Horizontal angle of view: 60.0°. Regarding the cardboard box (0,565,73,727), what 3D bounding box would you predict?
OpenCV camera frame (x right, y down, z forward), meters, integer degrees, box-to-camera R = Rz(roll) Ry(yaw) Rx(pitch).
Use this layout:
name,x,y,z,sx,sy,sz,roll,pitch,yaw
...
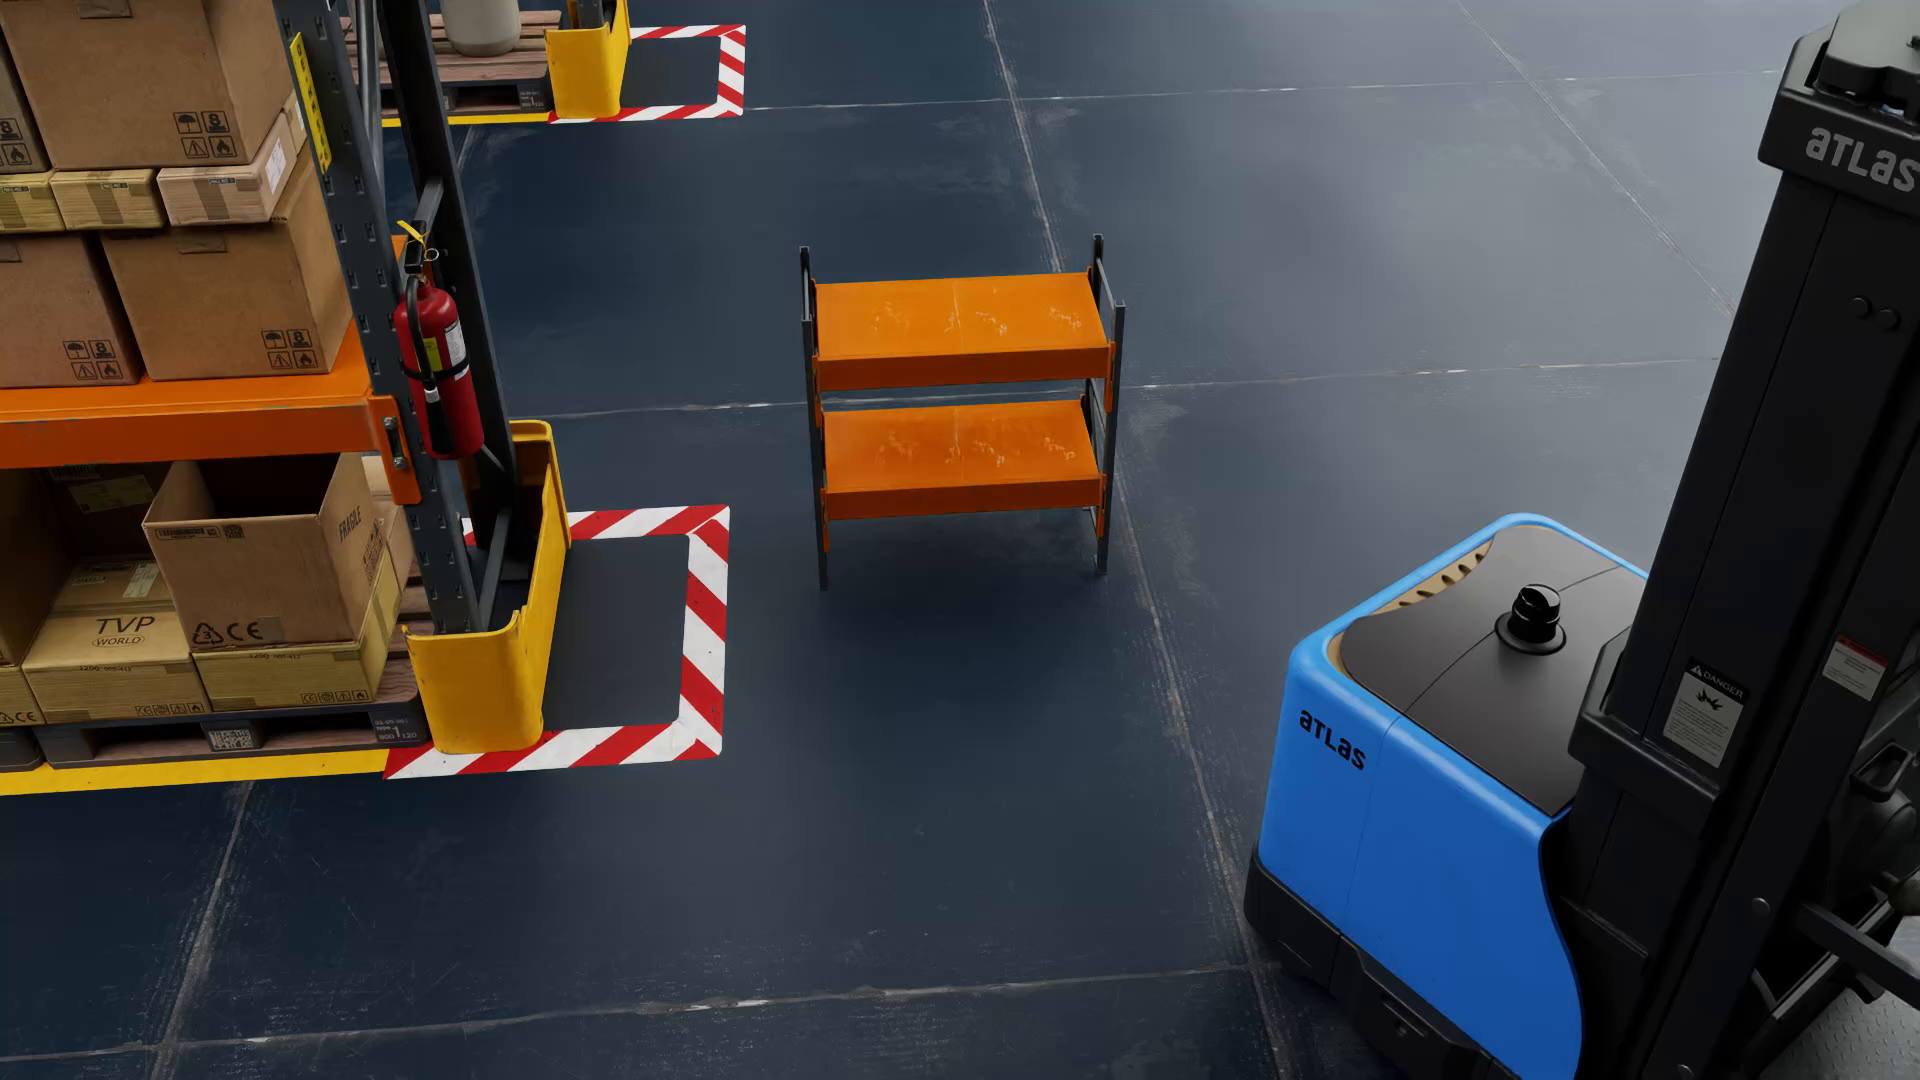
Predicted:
name,x,y,z,sx,sy,sz,roll,pitch,yaw
cardboard box,-3.114,0.340,5.278,0.500,0.250,0.500,-3,38,-4

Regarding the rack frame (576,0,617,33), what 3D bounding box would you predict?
name,x,y,z,sx,sy,sz,roll,pitch,yaw
rack frame,-2.047,-3.906,8.778,0.127,3.000,1.000,-3,38,-4

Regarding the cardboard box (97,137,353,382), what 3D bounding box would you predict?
name,x,y,z,sx,sy,sz,roll,pitch,yaw
cardboard box,-2.078,-0.871,4.851,0.500,0.500,0.700,-3,38,-4

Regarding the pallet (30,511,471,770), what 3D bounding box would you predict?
name,x,y,z,sx,sy,sz,roll,pitch,yaw
pallet,-2.370,0.313,5.682,1.213,0.211,1.003,-3,38,-4

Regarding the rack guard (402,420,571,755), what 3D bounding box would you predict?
name,x,y,z,sx,sy,sz,roll,pitch,yaw
rack guard,-1.588,0.131,5.681,0.348,0.500,1.175,-3,38,-4

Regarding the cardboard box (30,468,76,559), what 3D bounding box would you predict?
name,x,y,z,sx,sy,sz,roll,pitch,yaw
cardboard box,-3.160,-0.273,5.450,0.500,0.500,0.500,-3,38,-4

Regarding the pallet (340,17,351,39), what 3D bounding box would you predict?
name,x,y,z,sx,sy,sz,roll,pitch,yaw
pallet,-4.140,-2.671,9.465,1.213,0.211,1.003,-3,38,-4

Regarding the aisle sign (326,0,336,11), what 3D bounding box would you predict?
name,x,y,z,sx,sy,sz,roll,pitch,yaw
aisle sign,-1.520,-1.692,3.874,0.004,0.787,0.394,-3,38,-4

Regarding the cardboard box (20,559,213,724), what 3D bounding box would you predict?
name,x,y,z,sx,sy,sz,roll,pitch,yaw
cardboard box,-2.617,0.312,5.314,0.500,0.250,0.500,-3,38,-4

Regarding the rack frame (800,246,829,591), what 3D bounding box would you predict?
name,x,y,z,sx,sy,sz,roll,pitch,yaw
rack frame,-0.513,-0.413,5.866,0.032,1.125,0.500,-3,38,-4

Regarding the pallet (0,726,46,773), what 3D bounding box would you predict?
name,x,y,z,sx,sy,sz,roll,pitch,yaw
pallet,-3.582,0.378,5.600,1.213,0.211,1.003,-3,38,-4

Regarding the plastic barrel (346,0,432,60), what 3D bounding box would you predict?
name,x,y,z,sx,sy,sz,roll,pitch,yaw
plastic barrel,-3.195,-2.983,9.278,0.421,0.512,0.421,0,38,0

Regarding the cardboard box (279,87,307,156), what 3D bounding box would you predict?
name,x,y,z,sx,sy,sz,roll,pitch,yaw
cardboard box,-2.022,-1.254,4.814,0.250,0.149,0.380,-3,38,-4

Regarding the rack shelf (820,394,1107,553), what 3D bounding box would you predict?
name,x,y,z,sx,sy,sz,roll,pitch,yaw
rack shelf,-0.007,-0.249,6.053,1.000,0.278,0.538,-3,38,-4

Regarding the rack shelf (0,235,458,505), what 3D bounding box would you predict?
name,x,y,z,sx,sy,sz,roll,pitch,yaw
rack shelf,-3.604,-0.457,4.988,4.000,0.370,1.077,-3,38,-4

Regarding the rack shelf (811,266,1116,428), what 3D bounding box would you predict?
name,x,y,z,sx,sy,sz,roll,pitch,yaw
rack shelf,-0.007,-0.671,5.720,1.000,0.278,0.538,-3,38,-4

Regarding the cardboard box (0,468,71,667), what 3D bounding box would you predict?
name,x,y,z,sx,sy,sz,roll,pitch,yaw
cardboard box,-3.114,0.048,5.043,0.500,0.500,0.500,-3,38,-4

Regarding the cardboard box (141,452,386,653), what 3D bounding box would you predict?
name,x,y,z,sx,sy,sz,roll,pitch,yaw
cardboard box,-2.119,-0.016,5.124,0.500,0.500,0.500,-3,38,-4

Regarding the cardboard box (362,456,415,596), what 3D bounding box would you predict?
name,x,y,z,sx,sy,sz,roll,pitch,yaw
cardboard box,-2.165,-0.042,5.763,0.500,0.250,0.500,-3,38,-4

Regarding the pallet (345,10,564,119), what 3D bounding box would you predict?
name,x,y,z,sx,sy,sz,roll,pitch,yaw
pallet,-2.928,-2.736,9.548,1.213,0.211,1.003,-3,38,-4

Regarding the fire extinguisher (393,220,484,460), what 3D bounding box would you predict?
name,x,y,z,sx,sy,sz,roll,pitch,yaw
fire extinguisher,-1.453,-0.539,4.574,0.183,0.674,0.296,-3,38,-4

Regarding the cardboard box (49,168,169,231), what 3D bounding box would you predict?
name,x,y,z,sx,sy,sz,roll,pitch,yaw
cardboard box,-2.236,-0.989,4.478,0.250,0.149,0.380,-2,38,-3

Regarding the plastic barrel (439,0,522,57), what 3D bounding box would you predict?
name,x,y,z,sx,sy,sz,roll,pitch,yaw
plastic barrel,-2.695,-3.011,9.313,0.421,0.512,0.421,0,38,0

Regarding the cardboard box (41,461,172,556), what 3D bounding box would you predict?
name,x,y,z,sx,sy,sz,roll,pitch,yaw
cardboard box,-2.663,-0.308,5.494,0.500,0.500,0.500,-3,38,-4

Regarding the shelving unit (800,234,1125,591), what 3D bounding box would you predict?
name,x,y,z,sx,sy,sz,roll,pitch,yaw
shelving unit,-0.007,-0.441,5.901,1.048,1.125,0.538,-3,38,-4

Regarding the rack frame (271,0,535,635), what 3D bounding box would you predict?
name,x,y,z,sx,sy,sz,roll,pitch,yaw
rack frame,-1.612,-0.849,4.905,0.127,3.000,1.000,-3,38,-4

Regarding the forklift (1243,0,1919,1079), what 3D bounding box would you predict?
name,x,y,z,sx,sy,sz,roll,pitch,yaw
forklift,2.129,0.489,3.264,1.130,2.935,3.031,-26,45,-29

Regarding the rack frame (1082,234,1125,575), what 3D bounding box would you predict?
name,x,y,z,sx,sy,sz,roll,pitch,yaw
rack frame,0.500,-0.469,5.936,0.032,1.125,0.500,-3,38,-4

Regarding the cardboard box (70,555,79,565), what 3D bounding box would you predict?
name,x,y,z,sx,sy,sz,roll,pitch,yaw
cardboard box,-3.161,0.014,5.691,0.500,0.250,0.500,-3,38,-4

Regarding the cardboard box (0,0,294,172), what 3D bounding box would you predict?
name,x,y,z,sx,sy,sz,roll,pitch,yaw
cardboard box,-2.130,-1.377,4.446,0.500,0.500,0.700,-3,38,-4

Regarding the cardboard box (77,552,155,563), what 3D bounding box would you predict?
name,x,y,z,sx,sy,sz,roll,pitch,yaw
cardboard box,-2.663,-0.013,5.725,0.500,0.250,0.500,-3,38,-4

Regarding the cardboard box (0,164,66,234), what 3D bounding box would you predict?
name,x,y,z,sx,sy,sz,roll,pitch,yaw
cardboard box,-2.491,-0.975,4.460,0.250,0.149,0.380,-4,38,-5

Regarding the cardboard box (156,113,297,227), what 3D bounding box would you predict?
name,x,y,z,sx,sy,sz,roll,pitch,yaw
cardboard box,-1.975,-1.005,4.497,0.250,0.149,0.380,-4,38,-5

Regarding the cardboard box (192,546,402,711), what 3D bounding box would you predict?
name,x,y,z,sx,sy,sz,roll,pitch,yaw
cardboard box,-2.120,0.277,5.358,0.500,0.250,0.500,-3,38,-4

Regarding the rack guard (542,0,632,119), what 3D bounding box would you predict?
name,x,y,z,sx,sy,sz,roll,pitch,yaw
rack guard,-2.118,-2.891,9.511,0.348,0.500,1.175,-3,38,-4

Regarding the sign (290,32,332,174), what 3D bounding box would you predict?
name,x,y,z,sx,sy,sz,roll,pitch,yaw
sign,-1.577,-1.061,4.047,0.005,0.325,0.100,-3,38,-4

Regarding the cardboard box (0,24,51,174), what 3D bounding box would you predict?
name,x,y,z,sx,sy,sz,roll,pitch,yaw
cardboard box,-2.654,-1.345,4.405,0.500,0.500,0.700,-4,38,-5

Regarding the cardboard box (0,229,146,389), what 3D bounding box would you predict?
name,x,y,z,sx,sy,sz,roll,pitch,yaw
cardboard box,-2.600,-0.839,4.811,0.500,0.500,0.700,-2,38,-3
